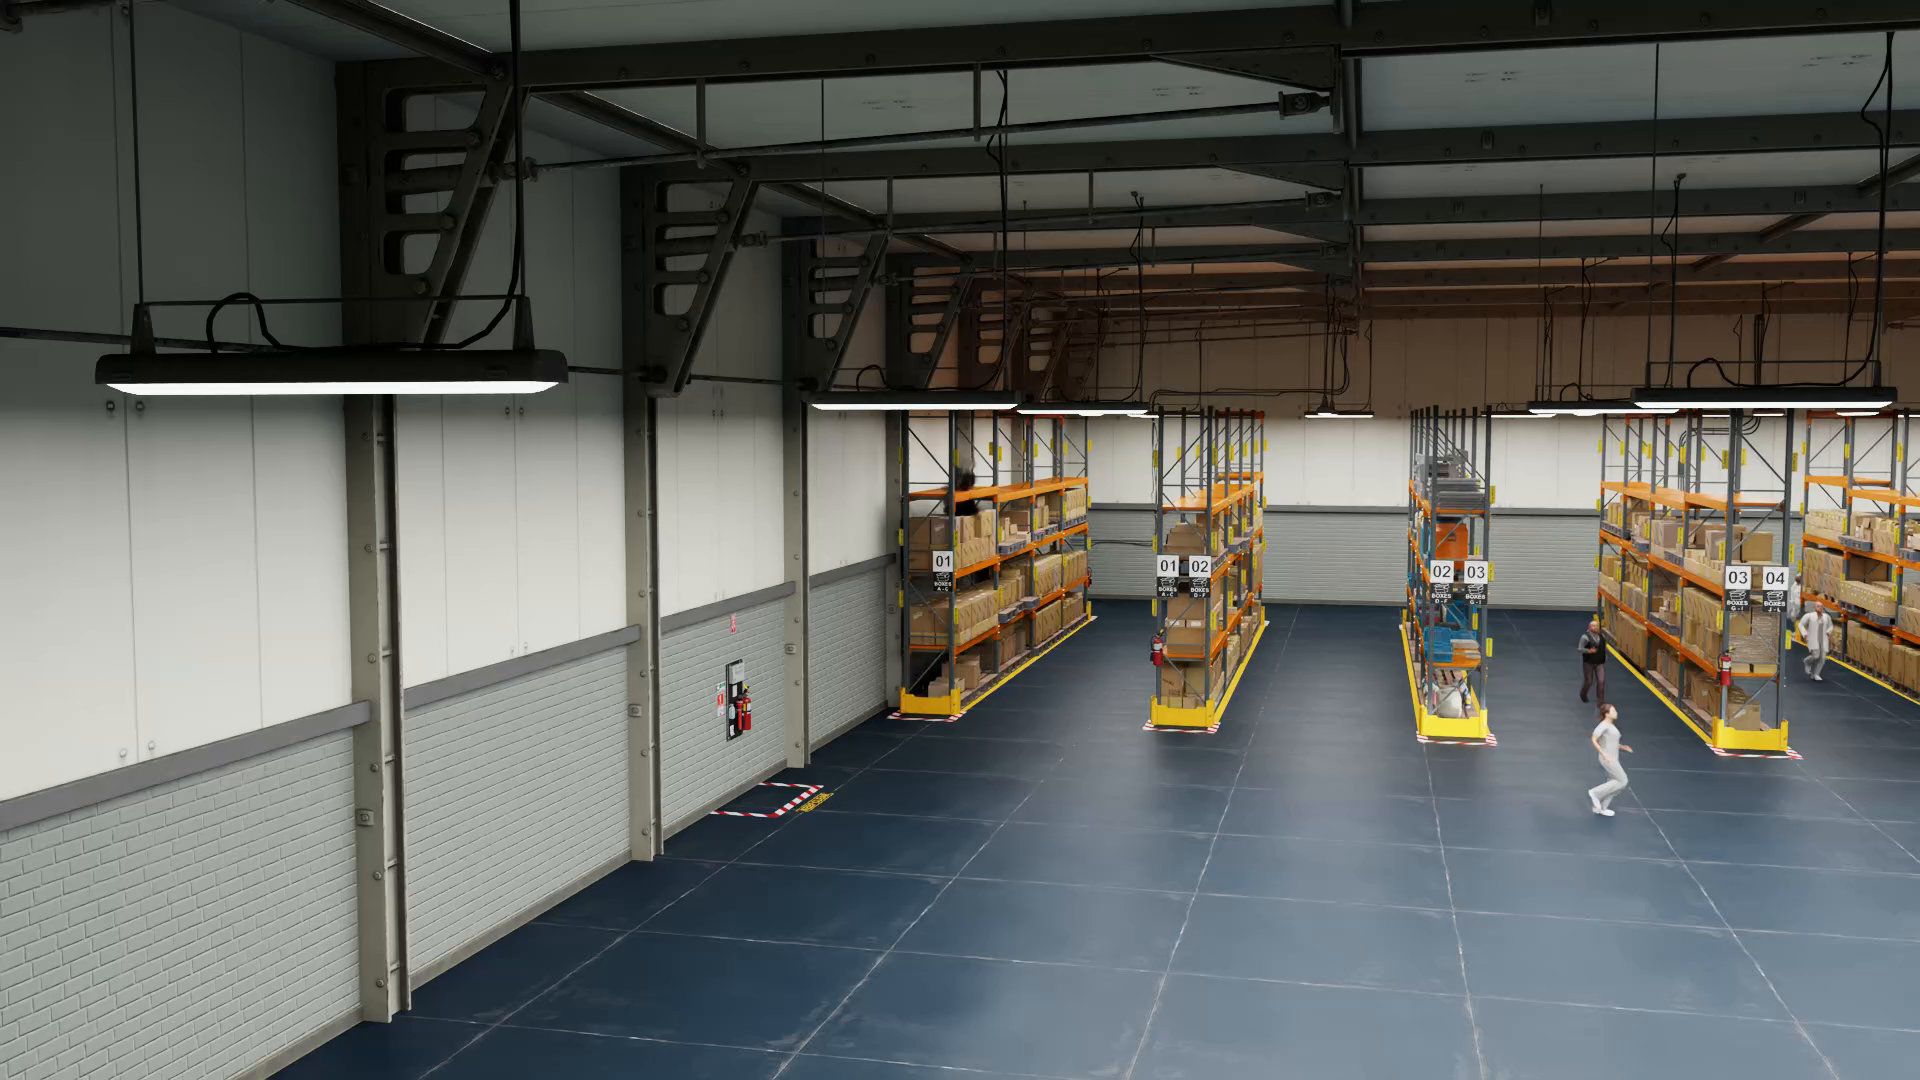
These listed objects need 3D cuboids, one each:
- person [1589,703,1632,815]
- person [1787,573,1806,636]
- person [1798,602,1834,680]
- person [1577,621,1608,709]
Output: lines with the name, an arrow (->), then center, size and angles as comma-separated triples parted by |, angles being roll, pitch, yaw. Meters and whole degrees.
person -> 9.431, 3.181, 24.086 | 0.553, 1.630, 0.557 | 3, 5, 32
person -> 22.278, 1.708, 44.142 | 0.584, 1.728, 0.675 | 0, 4, -4
person -> 18.926, 2.227, 36.698 | 0.708, 1.730, 0.635 | 0, 4, 5
person -> 12.584, 2.471, 33.027 | 0.657, 1.721, 0.950 | 0, 4, 0
